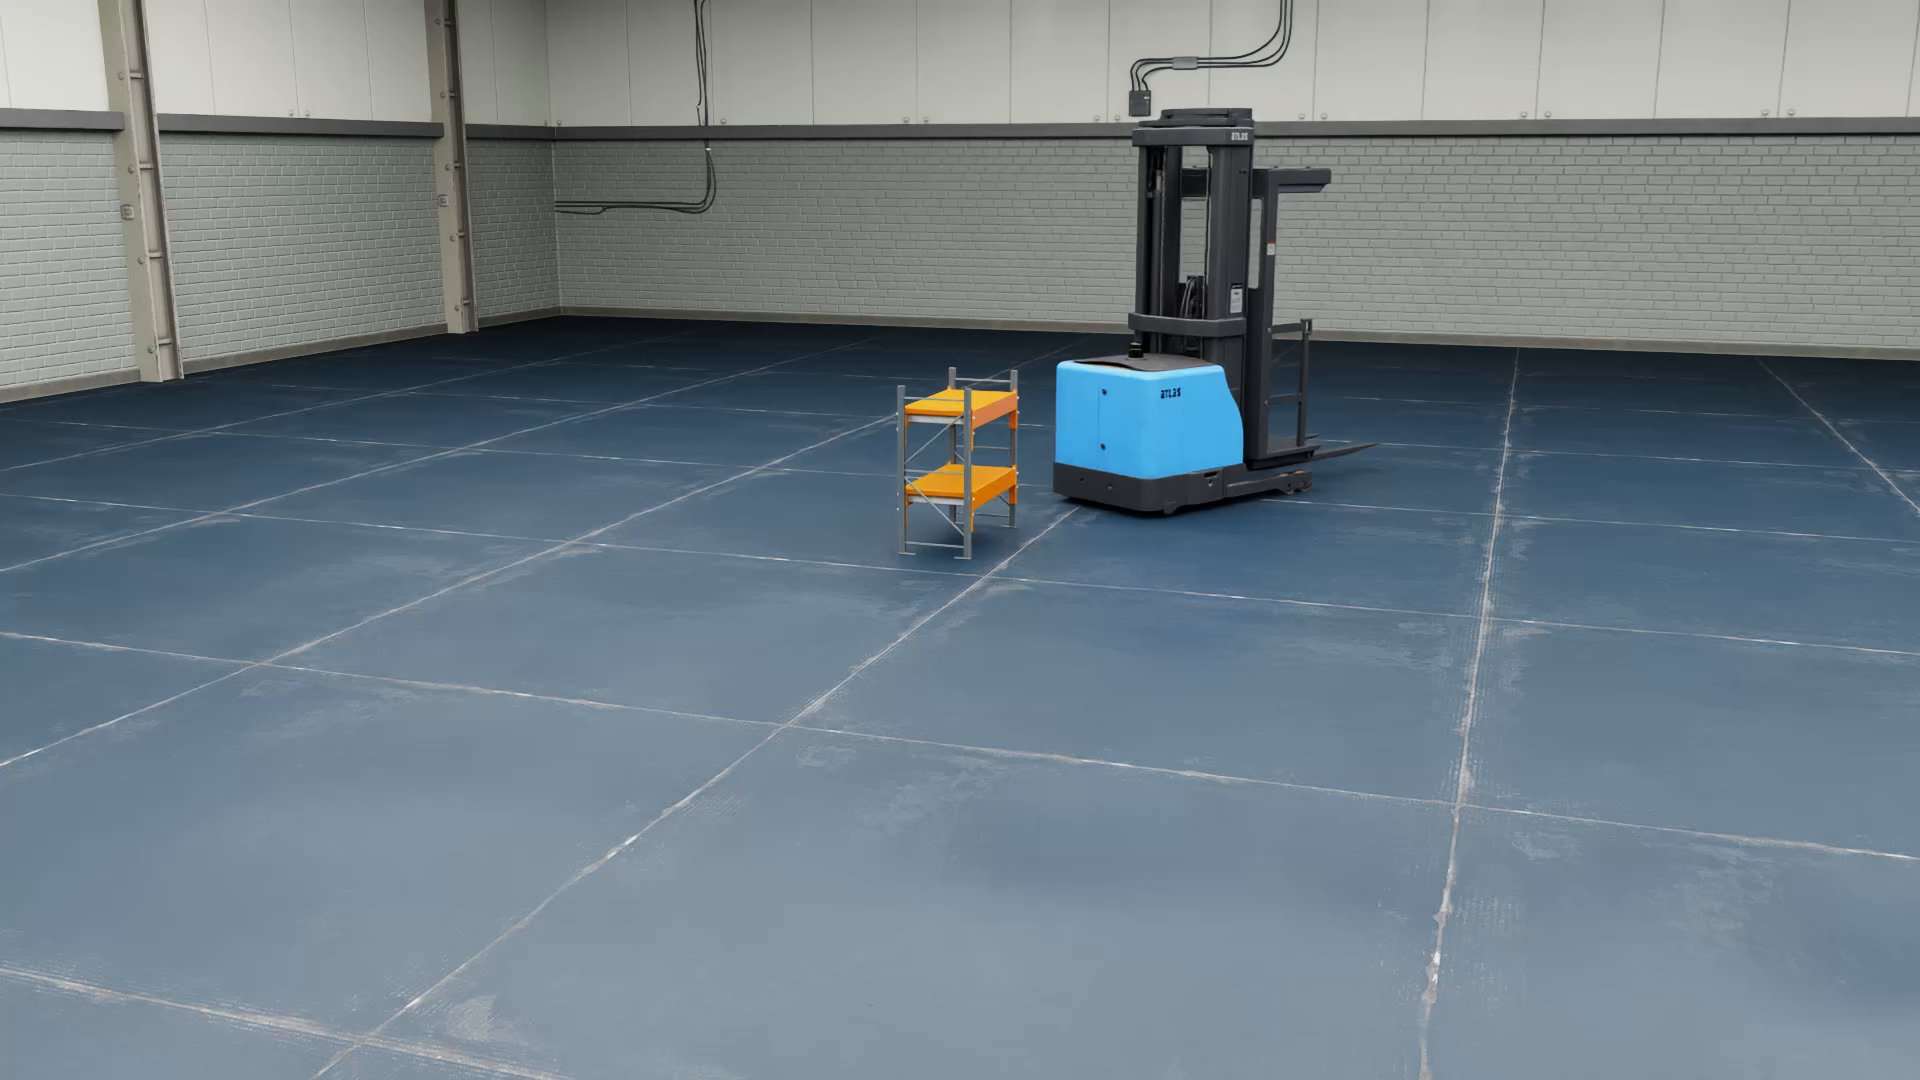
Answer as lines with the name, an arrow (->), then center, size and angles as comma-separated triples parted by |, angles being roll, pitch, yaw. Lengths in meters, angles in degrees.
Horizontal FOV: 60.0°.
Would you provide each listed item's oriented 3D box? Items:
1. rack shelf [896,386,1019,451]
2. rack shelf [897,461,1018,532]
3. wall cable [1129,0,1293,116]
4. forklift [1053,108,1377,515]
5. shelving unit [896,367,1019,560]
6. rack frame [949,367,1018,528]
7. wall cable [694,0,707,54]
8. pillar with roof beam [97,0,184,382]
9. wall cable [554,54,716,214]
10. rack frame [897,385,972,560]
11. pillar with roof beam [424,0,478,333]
rack shelf -> -0.002, -0.832, 11.291 | 0.538, 0.278, 1.000 | 4, 14, 18
rack shelf -> -0.002, -0.309, 11.411 | 0.538, 0.278, 1.000 | 4, 14, 18
wall cable -> 3.571, -9.067, 23.348 | 2.305, 6.003, 0.169 | 4, 14, 18
forklift -> 2.163, -1.863, 13.065 | 3.031, 2.935, 1.130 | -11, 17, -39
shelving unit -> -0.002, -0.547, 11.357 | 0.538, 1.125, 1.048 | 4, 14, 18
rack frame -> 0.162, -0.654, 11.825 | 0.500, 1.125, 0.032 | 4, 14, 18
wall cable -> -2.847, -8.850, 25.666 | 3.097, 2.526, 0.112 | 4, 14, 18
pillar with roof beam -> -5.479, -5.998, 17.542 | 9.100, 9.000, 0.400 | 4, 14, 18
wall cable -> -5.406, -6.582, 27.081 | 3.097, 2.526, 0.112 | 4, 14, 18
rack frame -> -0.167, -0.440, 10.888 | 0.500, 1.125, 0.032 | 4, 14, 18
pillar with roof beam -> -3.537, -7.261, 23.077 | 9.100, 9.000, 0.400 | 4, 14, 18
